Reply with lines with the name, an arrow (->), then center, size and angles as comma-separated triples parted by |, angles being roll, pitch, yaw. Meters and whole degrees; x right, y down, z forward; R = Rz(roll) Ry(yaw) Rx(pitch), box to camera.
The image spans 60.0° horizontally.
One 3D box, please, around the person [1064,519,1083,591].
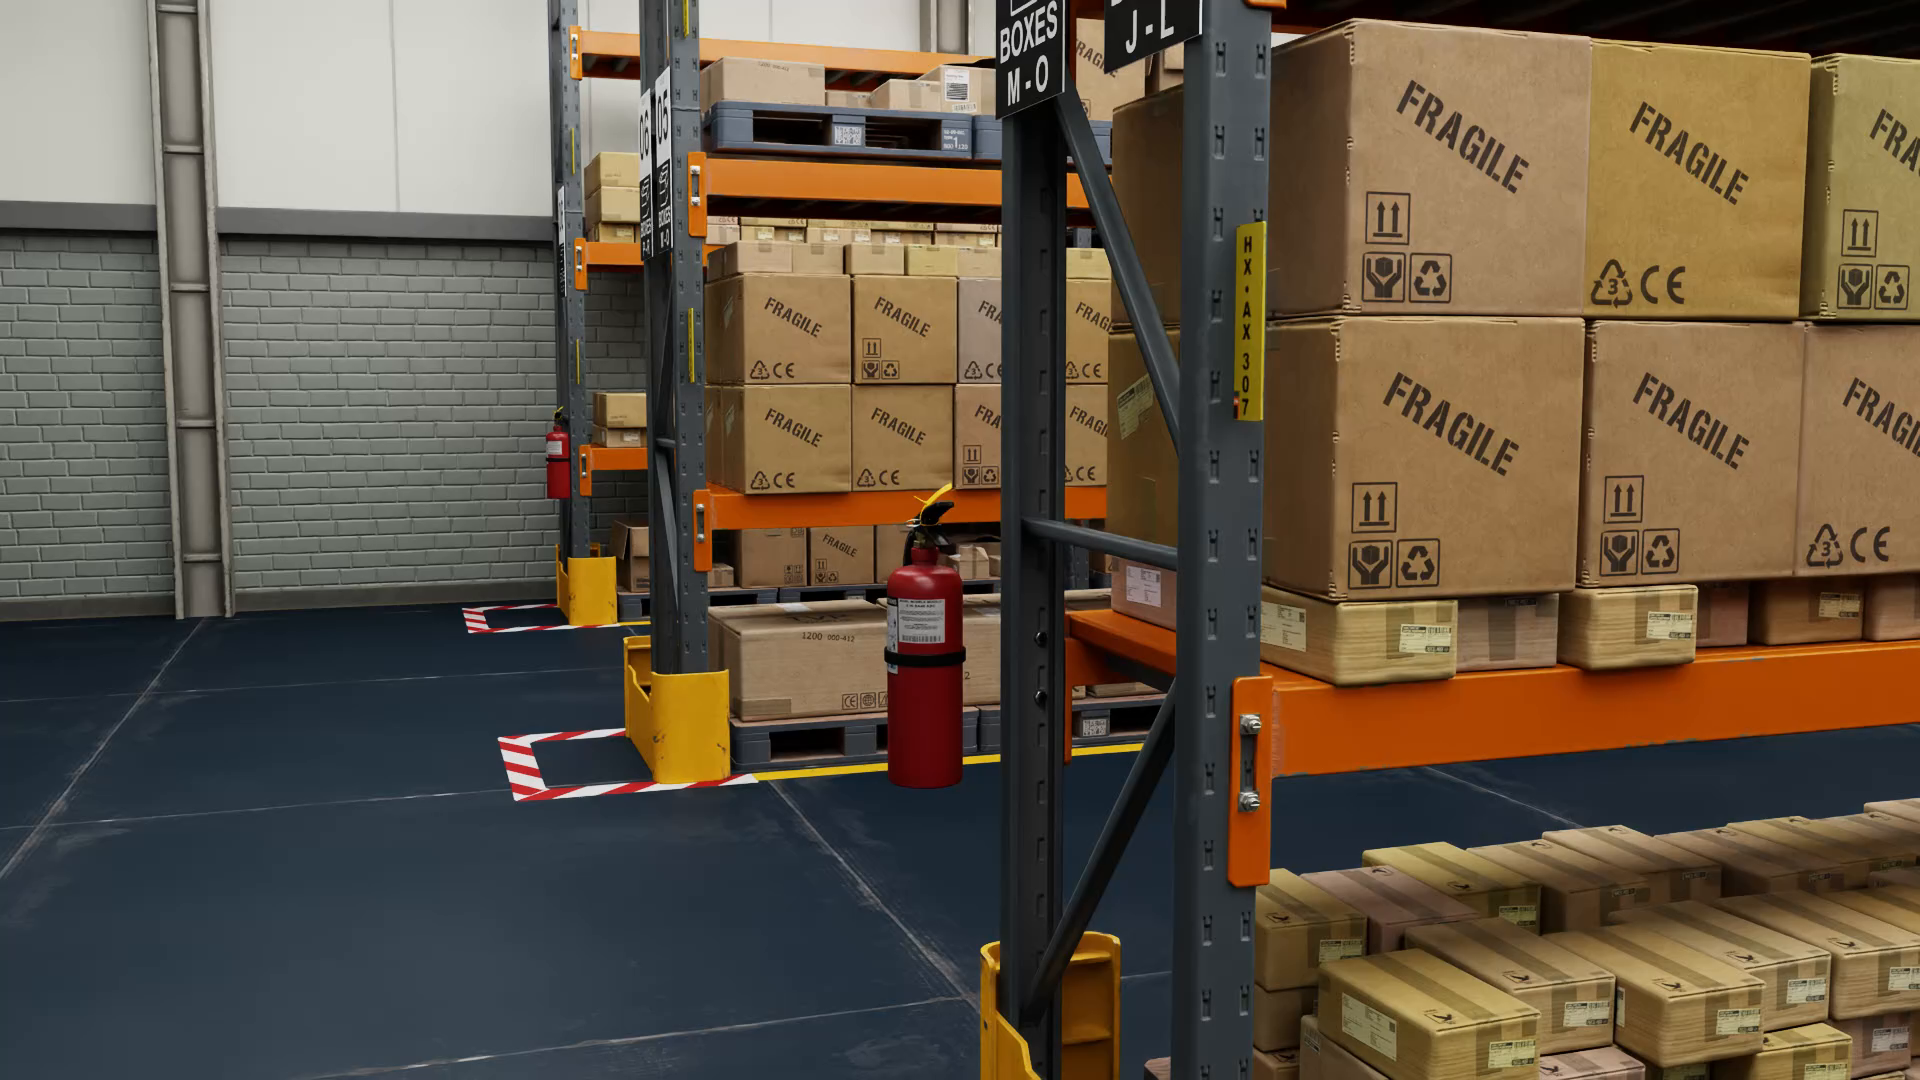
person -> 0.615, -0.190, 11.569 | 0.669, 1.729, 0.898 | 2, 6, 20
